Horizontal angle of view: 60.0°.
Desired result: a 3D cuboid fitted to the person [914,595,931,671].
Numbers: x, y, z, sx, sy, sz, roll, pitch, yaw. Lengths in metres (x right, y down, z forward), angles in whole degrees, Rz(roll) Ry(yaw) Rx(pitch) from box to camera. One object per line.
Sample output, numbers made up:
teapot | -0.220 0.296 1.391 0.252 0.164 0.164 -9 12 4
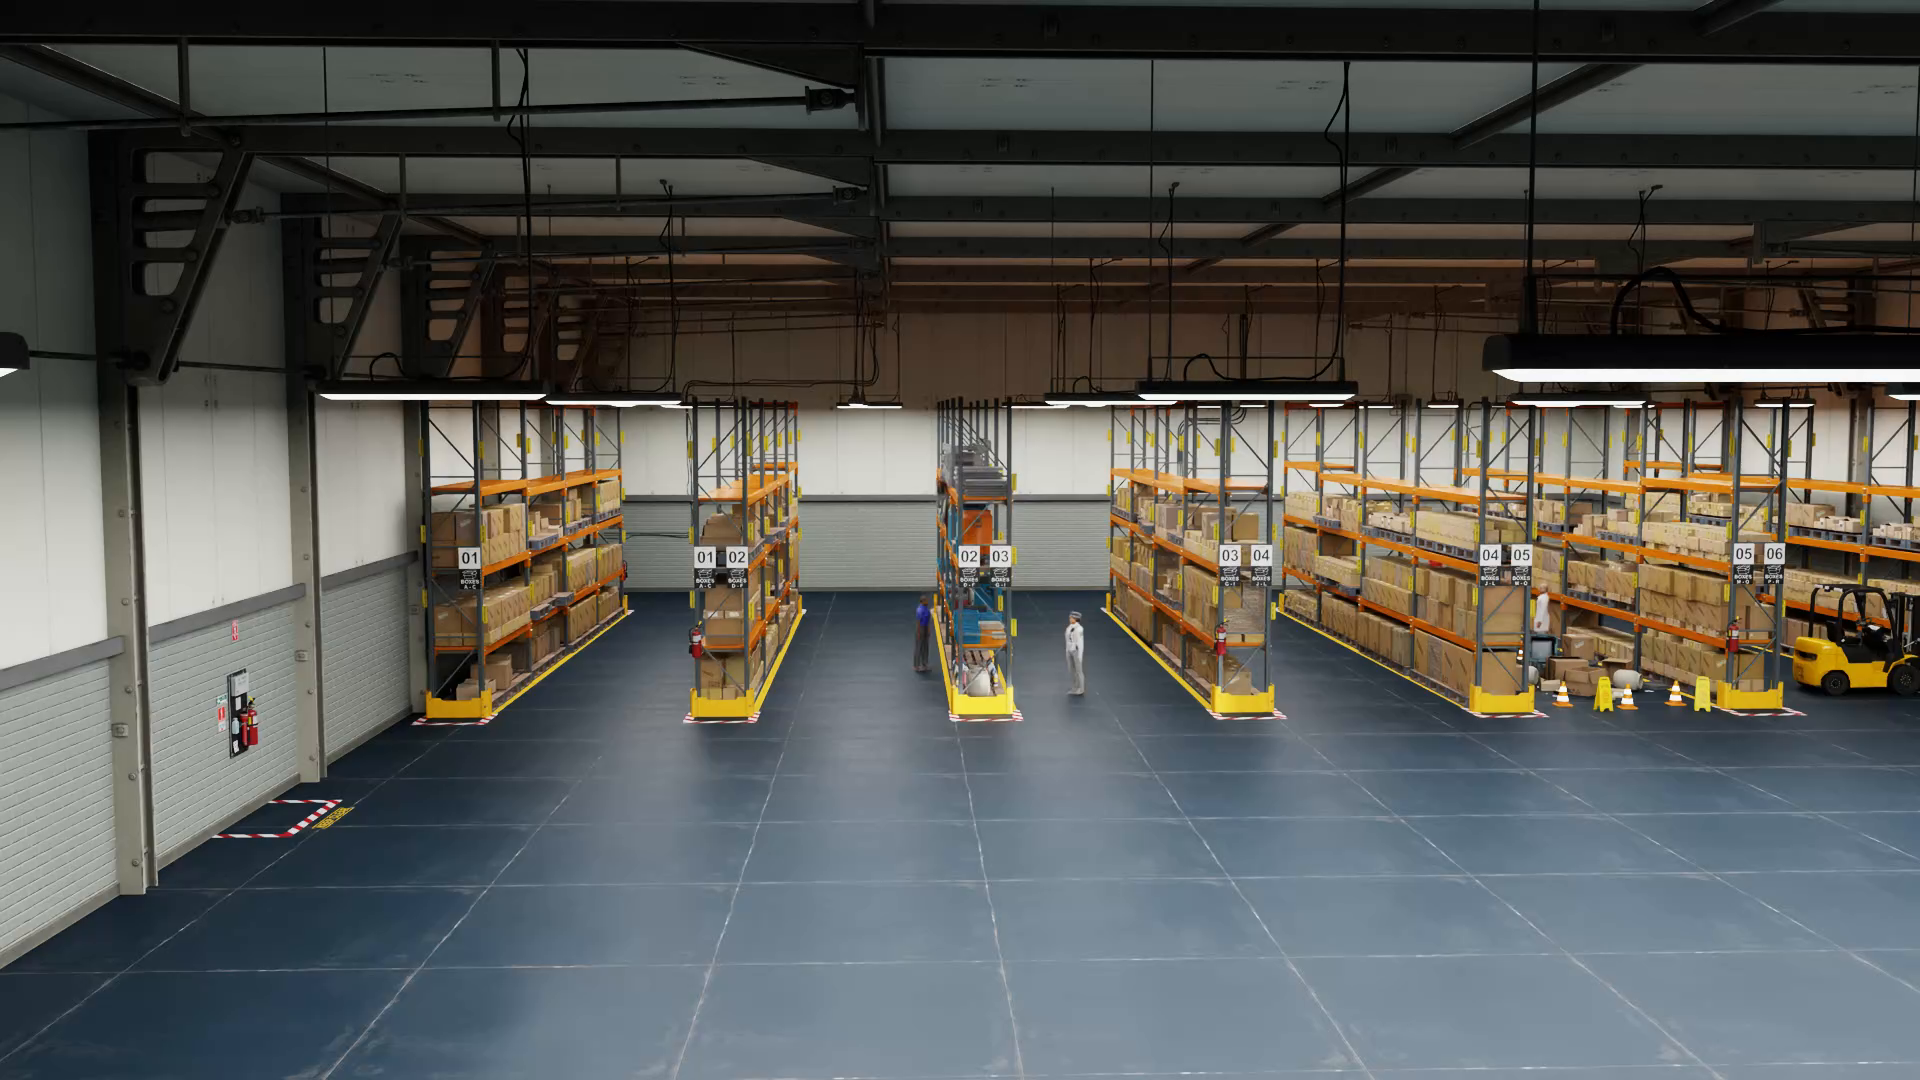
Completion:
person | -0.809 2.045 36.745 0.379 1.680 0.466 2 5 21

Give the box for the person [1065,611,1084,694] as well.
person | 2.327 2.293 33.667 0.378 1.719 0.576 -2 5 -29

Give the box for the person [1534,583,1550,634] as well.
person | 13.387 1.898 38.462 0.619 1.719 0.595 4 6 42

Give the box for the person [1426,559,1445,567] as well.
person | 14.495 0.951 50.727 0.553 1.746 0.366 2 5 24
